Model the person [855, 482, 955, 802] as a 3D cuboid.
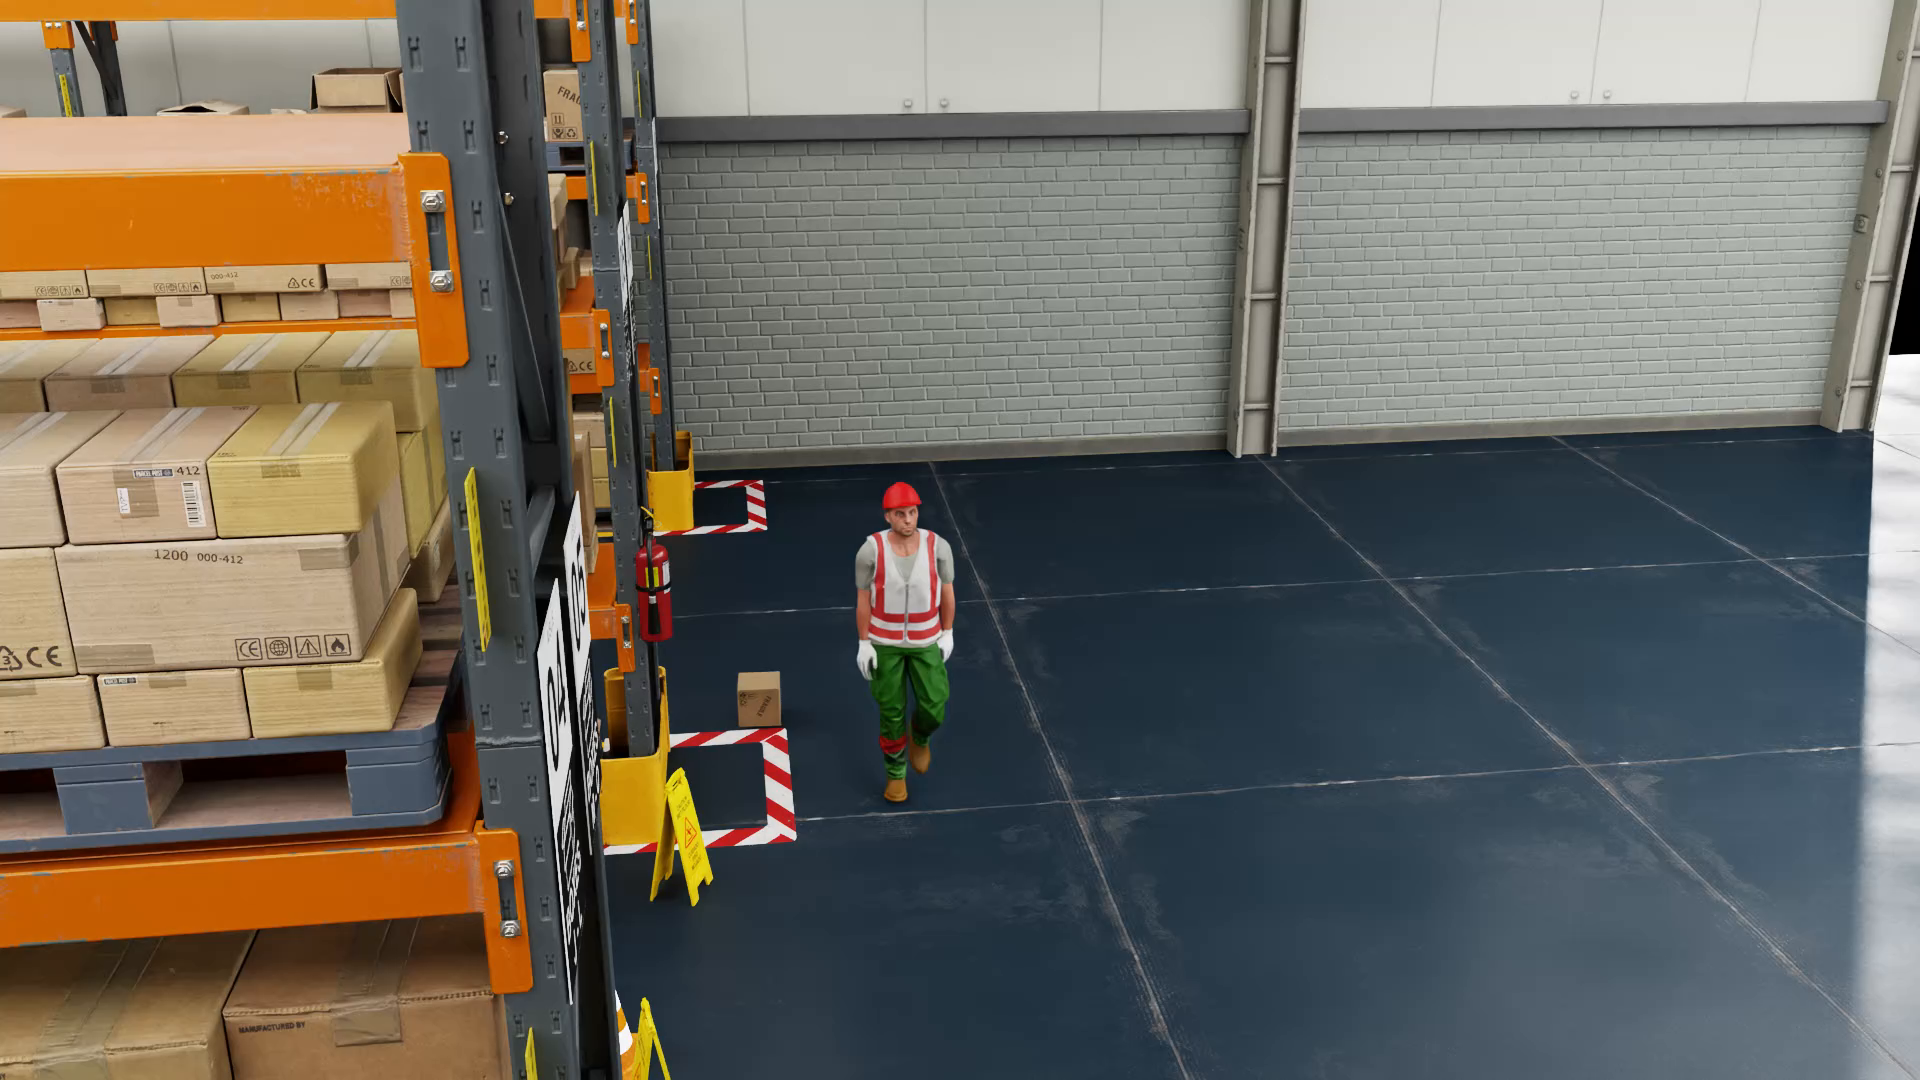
[{"bbox_3d":[-0.296,0.533,8.982,0.541,1.780,0.513,-2,20,-7],"label":"person"}]
